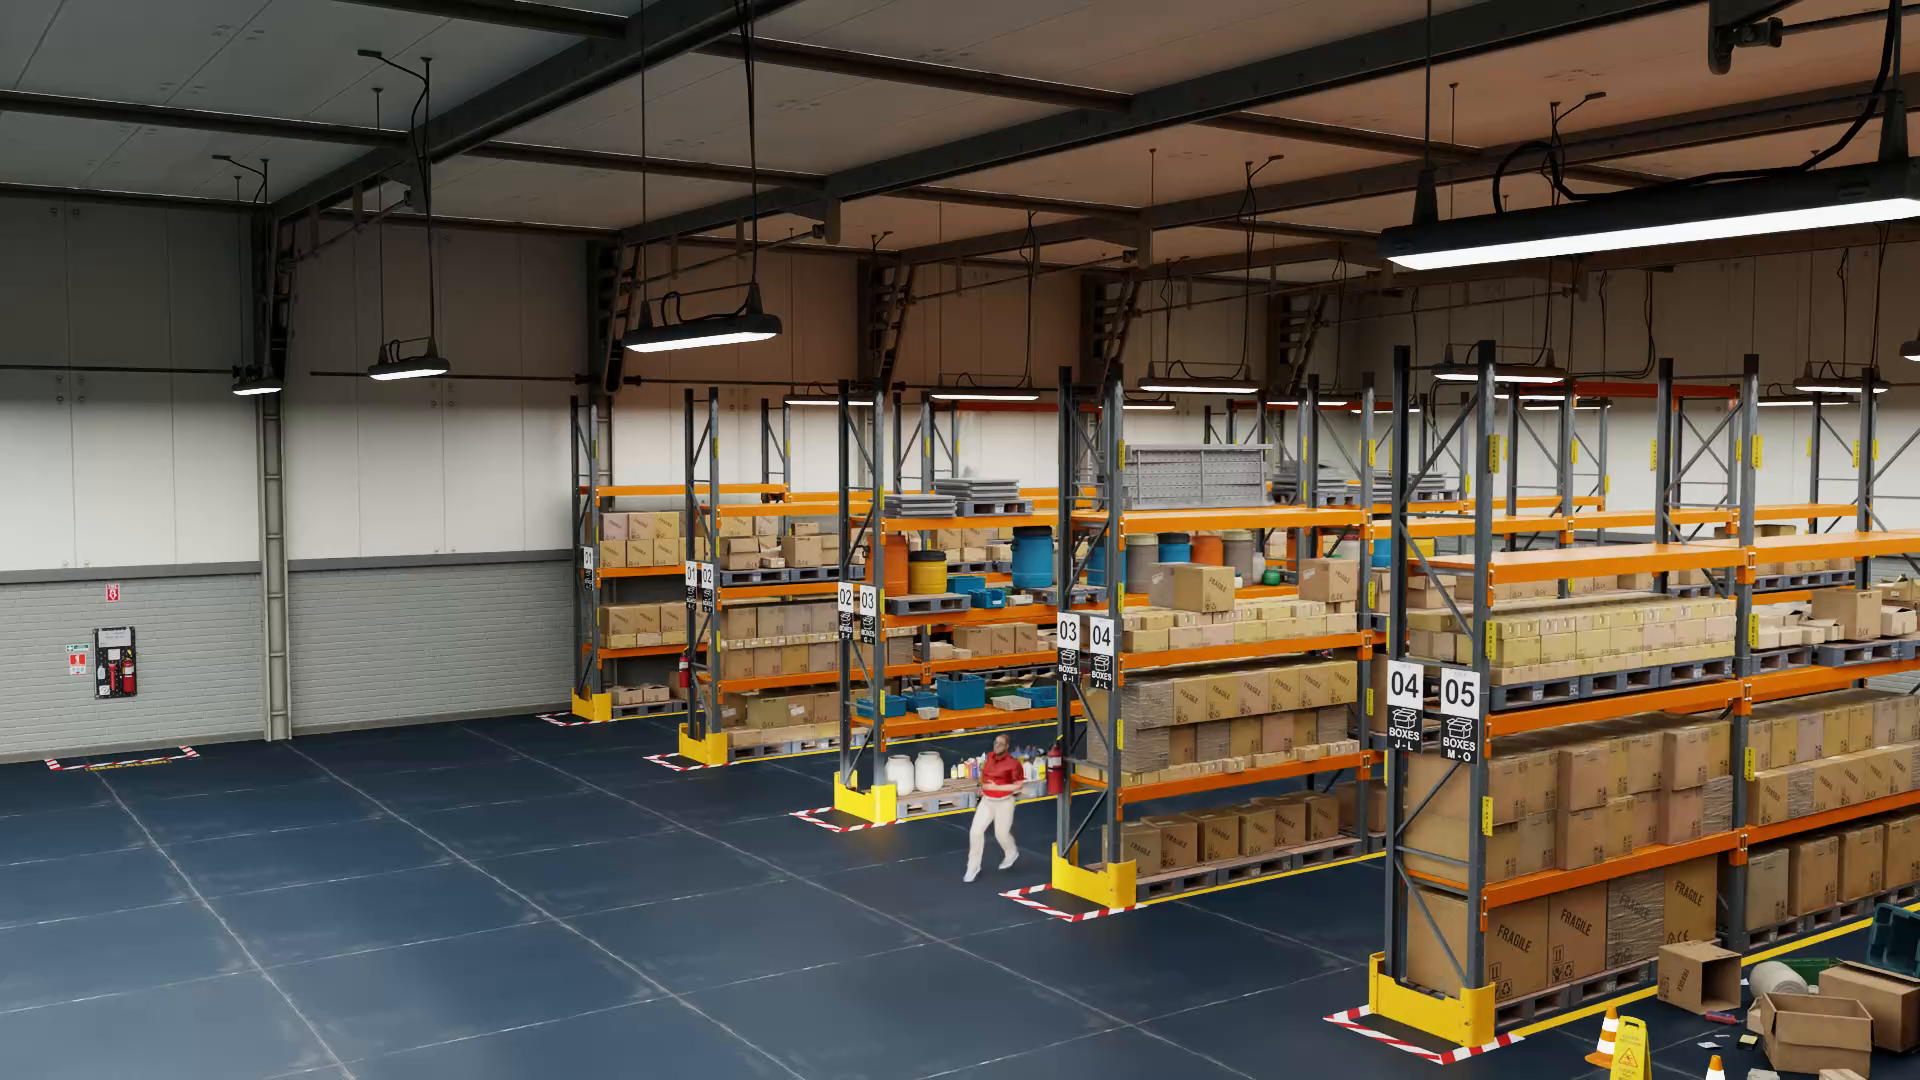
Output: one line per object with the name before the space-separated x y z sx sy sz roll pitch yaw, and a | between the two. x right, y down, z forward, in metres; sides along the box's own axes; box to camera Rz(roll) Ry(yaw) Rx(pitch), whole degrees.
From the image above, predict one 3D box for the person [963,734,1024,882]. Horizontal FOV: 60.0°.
person | 0.492 3.161 19.625 0.689 1.791 0.872 2 4 36
